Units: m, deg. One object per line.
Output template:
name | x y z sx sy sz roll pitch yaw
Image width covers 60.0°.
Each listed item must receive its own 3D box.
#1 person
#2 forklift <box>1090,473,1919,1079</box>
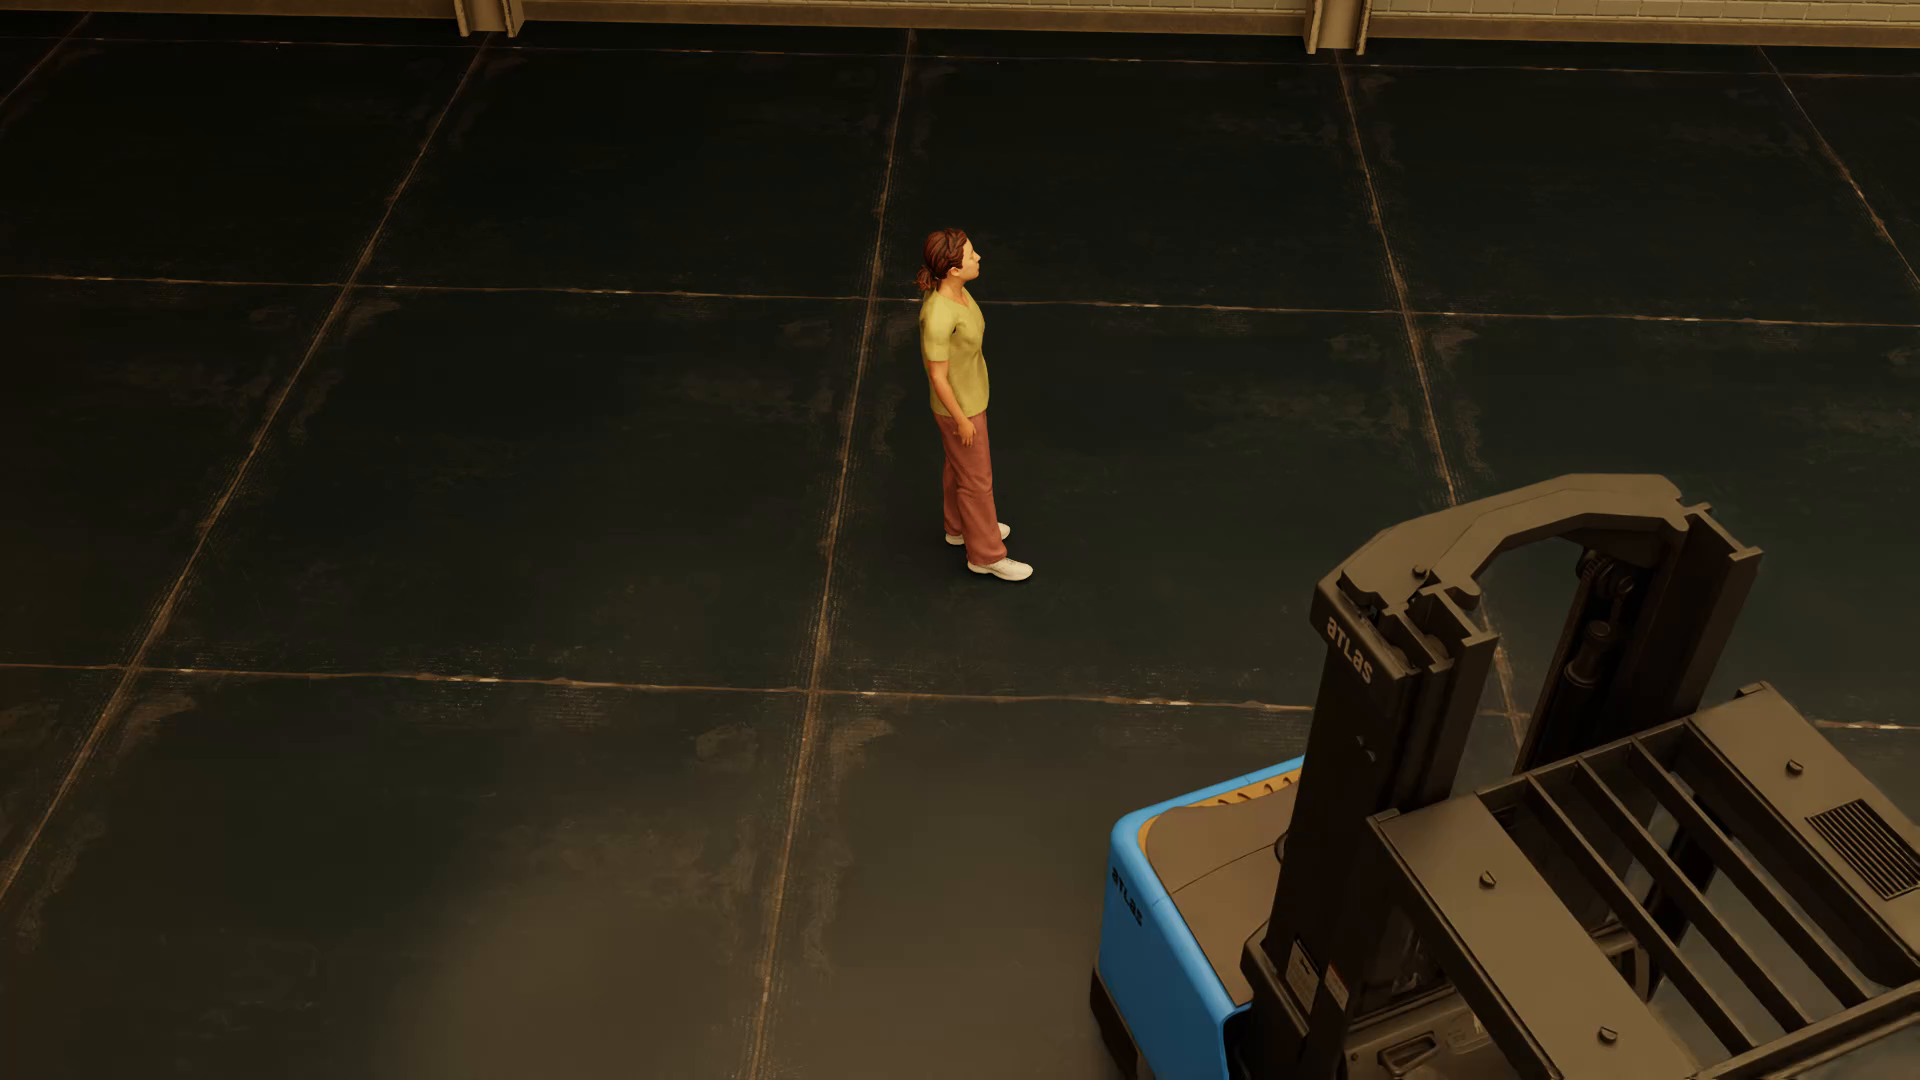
person | 0.073 -0.614 7.335 0.549 1.675 0.553 2 42 2
forklift | 1.487 1.409 4.198 1.130 2.935 3.031 -15 45 -16
